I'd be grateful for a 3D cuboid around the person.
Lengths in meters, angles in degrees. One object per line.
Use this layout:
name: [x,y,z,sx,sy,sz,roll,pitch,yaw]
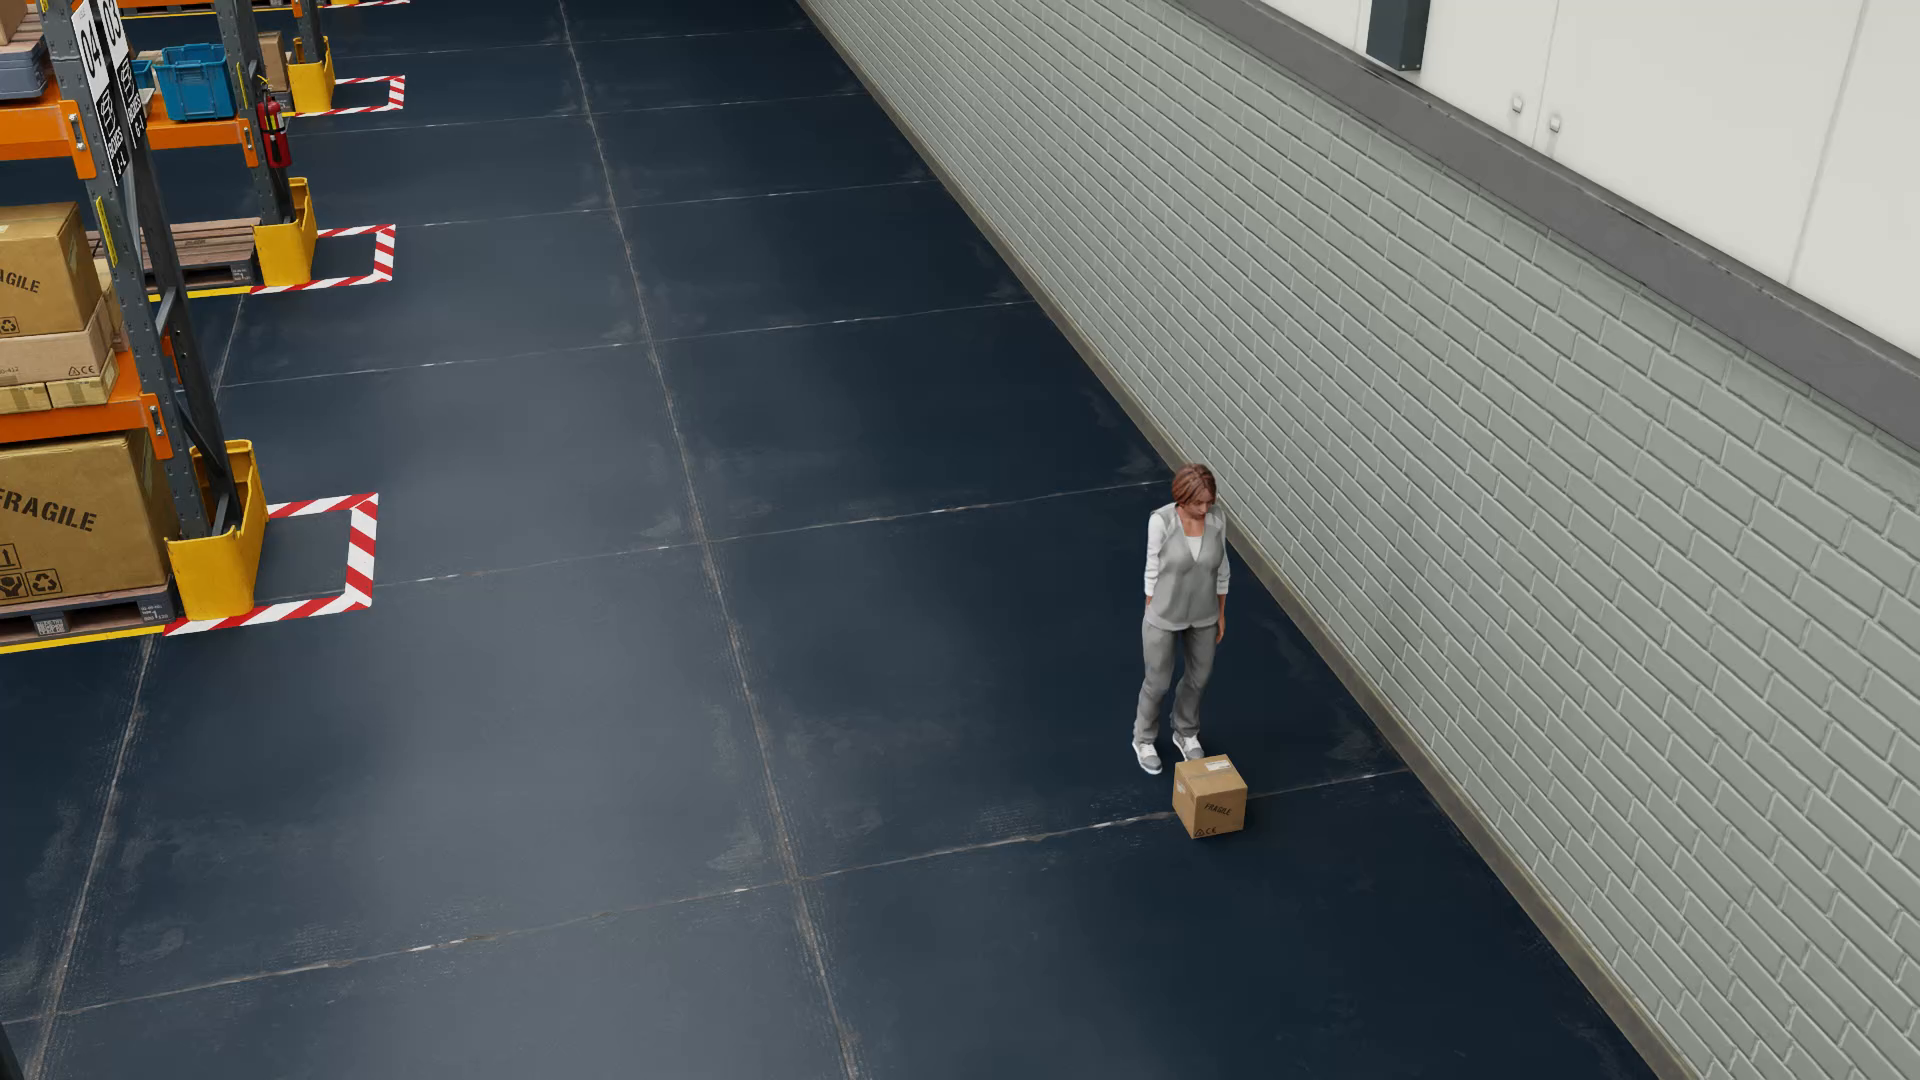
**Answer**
person: [1.033,0.355,7.653,0.407,1.600,0.300,-7,31,-12]
